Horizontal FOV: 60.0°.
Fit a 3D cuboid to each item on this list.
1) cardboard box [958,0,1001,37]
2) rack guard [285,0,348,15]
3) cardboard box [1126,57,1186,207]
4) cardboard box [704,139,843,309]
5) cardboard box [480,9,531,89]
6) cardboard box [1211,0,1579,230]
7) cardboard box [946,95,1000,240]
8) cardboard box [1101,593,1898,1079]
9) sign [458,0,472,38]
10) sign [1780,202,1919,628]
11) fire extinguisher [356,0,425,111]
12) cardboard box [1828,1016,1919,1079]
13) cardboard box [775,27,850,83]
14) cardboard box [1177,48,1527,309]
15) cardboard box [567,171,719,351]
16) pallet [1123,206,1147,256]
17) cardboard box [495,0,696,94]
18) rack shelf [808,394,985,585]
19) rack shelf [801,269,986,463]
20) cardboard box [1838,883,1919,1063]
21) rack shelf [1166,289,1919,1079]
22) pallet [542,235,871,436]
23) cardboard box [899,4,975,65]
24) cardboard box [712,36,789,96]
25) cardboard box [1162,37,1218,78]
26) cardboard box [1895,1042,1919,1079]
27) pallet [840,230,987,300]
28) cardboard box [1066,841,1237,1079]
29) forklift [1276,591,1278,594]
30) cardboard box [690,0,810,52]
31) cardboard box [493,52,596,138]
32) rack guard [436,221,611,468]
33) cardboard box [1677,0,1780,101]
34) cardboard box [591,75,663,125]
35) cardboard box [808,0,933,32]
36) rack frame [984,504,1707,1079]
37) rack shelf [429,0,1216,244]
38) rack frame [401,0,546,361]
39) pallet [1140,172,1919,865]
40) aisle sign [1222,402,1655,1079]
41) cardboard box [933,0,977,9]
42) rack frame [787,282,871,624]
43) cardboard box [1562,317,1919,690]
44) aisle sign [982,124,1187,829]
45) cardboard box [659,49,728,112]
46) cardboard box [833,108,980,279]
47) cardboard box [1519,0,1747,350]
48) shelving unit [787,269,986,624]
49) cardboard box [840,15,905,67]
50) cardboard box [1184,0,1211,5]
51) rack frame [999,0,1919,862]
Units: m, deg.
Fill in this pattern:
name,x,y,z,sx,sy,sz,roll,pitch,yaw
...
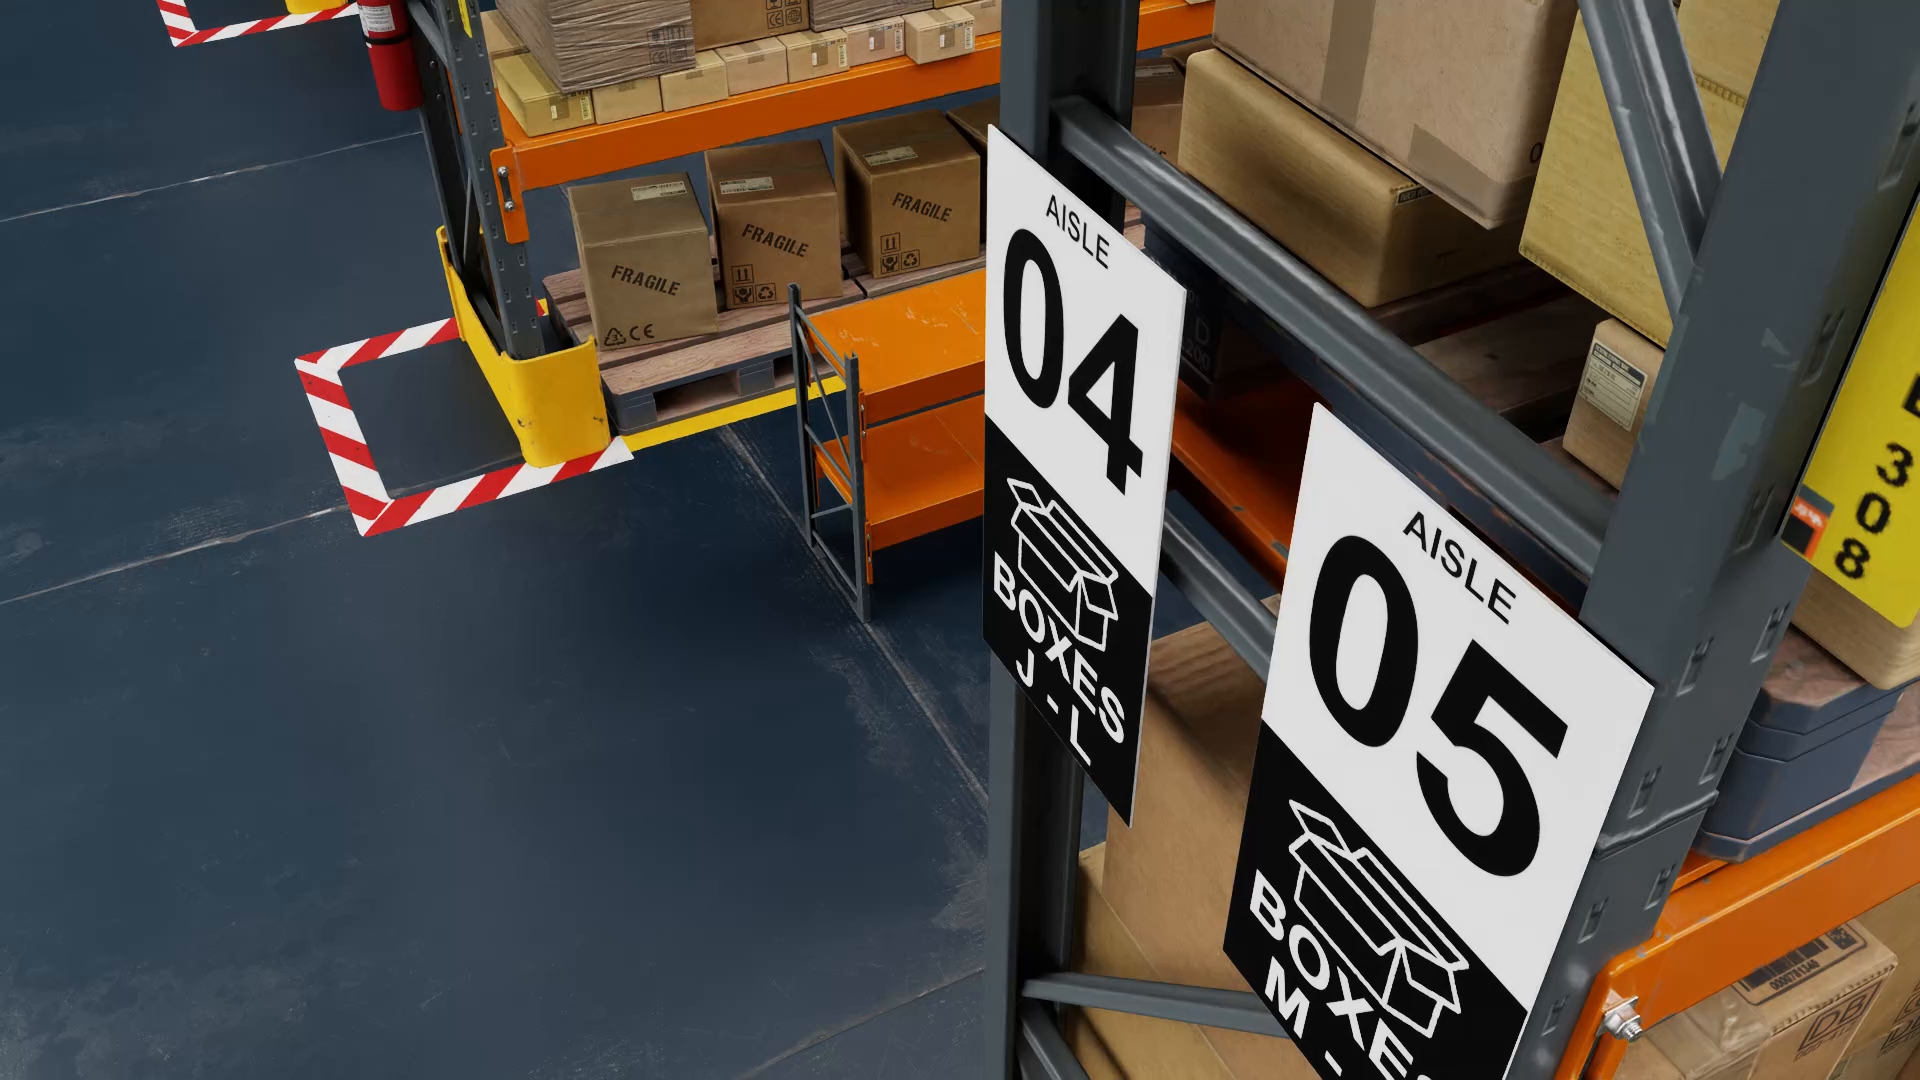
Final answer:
name,x,y,z,sx,sy,sz,roll,pitch,yaw
cardboard box,0.023,-2.175,6.692,0.250,0.149,0.380,-19,44,-21
rack guard,-4.118,-3.713,10.250,0.348,0.500,1.175,-19,44,-21
cardboard box,0.794,-1.908,7.792,0.500,0.500,0.500,-6,41,-7
cardboard box,-0.800,-1.360,7.145,0.500,0.500,0.500,-8,41,-9
cardboard box,-1.719,-1.887,6.352,0.250,0.149,0.380,-19,44,-21
cardboard box,0.631,-0.613,1.814,0.500,0.250,0.500,-18,43,-20
cardboard box,0.280,-1.677,7.520,0.500,0.500,0.500,-22,45,-24
cardboard box,0.672,0.535,2.344,0.550,0.550,0.875,-19,44,-21
sign,-1.625,-1.799,5.384,0.005,0.325,0.100,-19,44,-21
sign,0.577,-0.096,0.982,0.005,0.325,0.100,-19,44,-21
fire extinguisher,-2.190,-1.980,6.327,0.183,0.674,0.296,-19,44,-21
cardboard box,1.111,0.722,2.959,0.550,0.550,0.875,-19,44,-21
cardboard box,-0.617,-1.919,6.389,0.250,0.149,0.380,-19,44,-21
cardboard box,0.464,-0.448,1.928,0.250,0.149,0.380,-19,44,-21
cardboard box,-1.314,-1.162,6.911,0.500,0.500,0.500,-11,41,-13
pallet,1.092,-1.688,8.081,1.213,0.211,1.003,-19,44,-21
cardboard box,-1.376,-2.080,6.077,0.500,0.500,0.875,-19,44,-21
rack shelf,0.006,-0.245,6.047,1.000,0.278,0.538,-19,44,-21
rack shelf,0.006,-0.655,5.700,1.000,0.278,0.538,-19,44,-21
cardboard box,1.118,0.318,2.601,0.550,0.550,0.875,-19,44,-21
rack shelf,2.099,-0.374,2.606,4.000,0.370,1.077,-19,44,-21
pallet,-1.072,-0.960,7.221,1.213,0.211,1.003,-19,44,-21
cardboard box,-0.138,-2.024,6.514,0.250,0.149,0.380,-19,44,-21
cardboard box,-0.842,-1.848,6.306,0.250,0.149,0.380,-19,44,-21
cardboard box,1.298,-2.083,7.999,0.500,0.500,0.500,-20,44,-22
cardboard box,1.666,0.627,3.071,0.550,0.550,0.875,-19,44,-21
pallet,0.009,-1.322,7.648,1.213,0.211,1.003,-19,44,-21
cardboard box,0.634,0.899,2.750,0.550,0.550,0.875,-19,44,-21
forklift,2.667,-1.013,5.178,3.031,2.935,1.130,3,40,4
cardboard box,-0.987,-2.297,6.335,0.500,0.500,0.875,-19,44,-21
cardboard box,-1.513,-1.632,6.051,0.250,0.149,0.380,-19,44,-21
rack guard,-1.809,-0.848,6.865,0.348,0.500,1.175,-19,44,-21
cardboard box,0.769,-0.376,1.226,0.250,0.149,0.380,-18,43,-20
cardboard box,-1.283,-1.696,6.126,0.250,0.149,0.380,-19,44,-21
cardboard box,-0.524,-2.422,6.482,0.500,0.500,0.875,-19,44,-21
rack frame,0.326,1.093,2.637,0.127,3.000,1.000,-19,44,-21
rack shelf,-0.102,-2.102,6.968,4.000,0.370,1.077,-19,44,-21
rack frame,-1.876,-1.779,6.030,0.127,3.000,1.000,-19,44,-21
pallet,0.979,-0.246,1.965,1.213,0.211,1.003,-19,44,-21
aisle sign,0.401,0.294,1.569,0.004,0.787,0.394,-19,44,-21
cardboard box,-0.075,-2.564,6.650,0.500,0.500,0.875,-19,44,-21
rack frame,-0.445,-0.280,5.710,0.032,1.125,0.500,-19,44,-21
cardboard box,0.778,-0.073,1.485,0.250,0.149,0.380,-18,44,-20
aisle sign,0.124,-0.050,1.975,0.004,0.787,0.394,-19,44,-21
cardboard box,-1.054,-1.762,6.204,0.250,0.149,0.380,-19,44,-21
cardboard box,-0.236,-1.536,7.353,0.500,0.500,0.500,-15,42,-17
cardboard box,0.872,-0.304,1.449,0.500,0.250,0.500,-19,44,-21
shelving unit,0.006,-0.431,5.889,1.048,1.125,0.538,-19,44,-21
cardboard box,-0.408,-2.009,6.496,0.250,0.149,0.380,-19,44,-21
cardboard box,0.971,-2.397,6.954,0.250,0.149,0.380,-19,44,-21
rack frame,0.326,-1.197,0.699,0.127,3.000,1.000,-19,44,-21
